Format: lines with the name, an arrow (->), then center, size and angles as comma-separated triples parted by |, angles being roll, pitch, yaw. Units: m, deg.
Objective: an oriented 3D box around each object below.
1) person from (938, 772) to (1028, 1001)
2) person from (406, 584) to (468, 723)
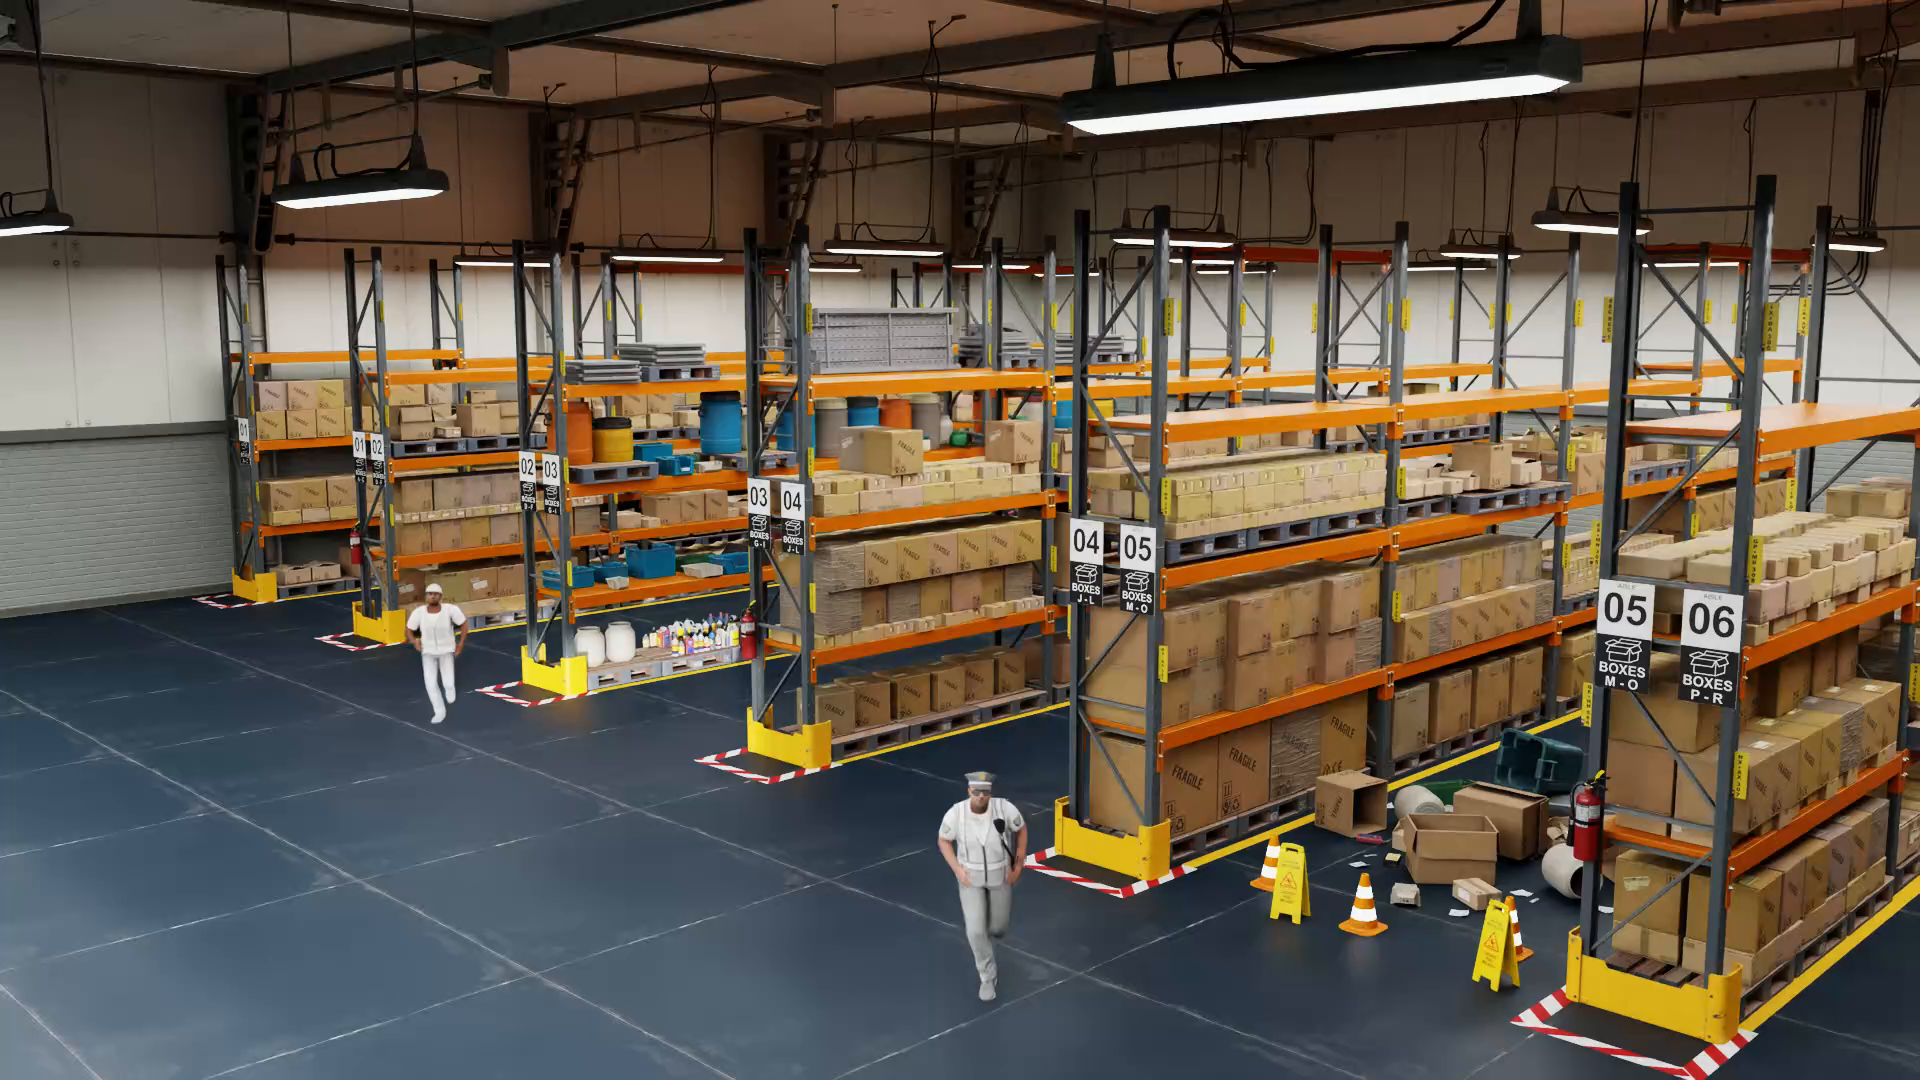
person -> 0.172, 2.556, 12.695 | 0.682, 1.756, 0.797 | -1, 8, -4
person -> -6.525, 1.390, 20.772 | 0.748, 1.725, 0.584 | -2, 8, -14
